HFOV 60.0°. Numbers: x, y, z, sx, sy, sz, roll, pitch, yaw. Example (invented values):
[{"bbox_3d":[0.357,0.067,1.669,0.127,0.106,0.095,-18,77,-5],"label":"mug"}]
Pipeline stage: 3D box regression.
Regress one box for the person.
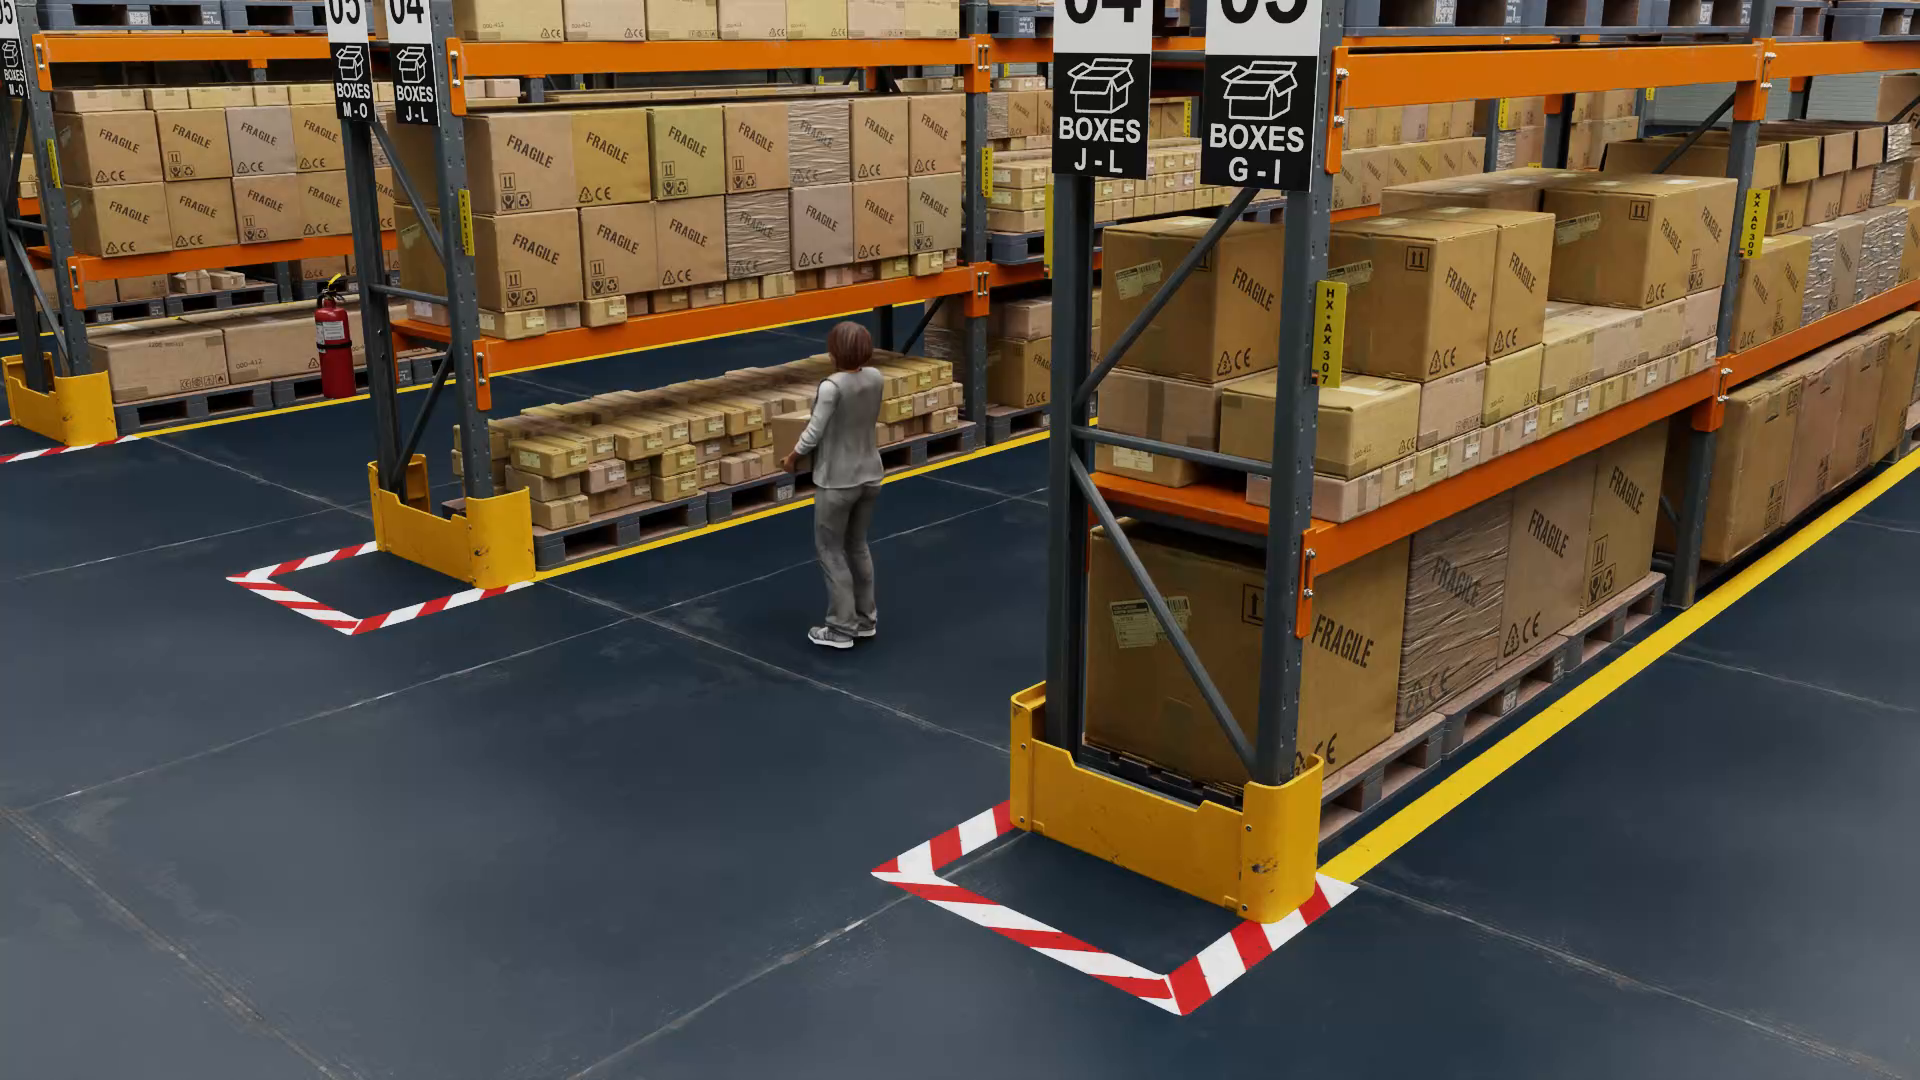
[{"bbox_3d":[-0.562,-0.153,7.976,0.356,1.345,0.408,15,23,39],"label":"person"}]
